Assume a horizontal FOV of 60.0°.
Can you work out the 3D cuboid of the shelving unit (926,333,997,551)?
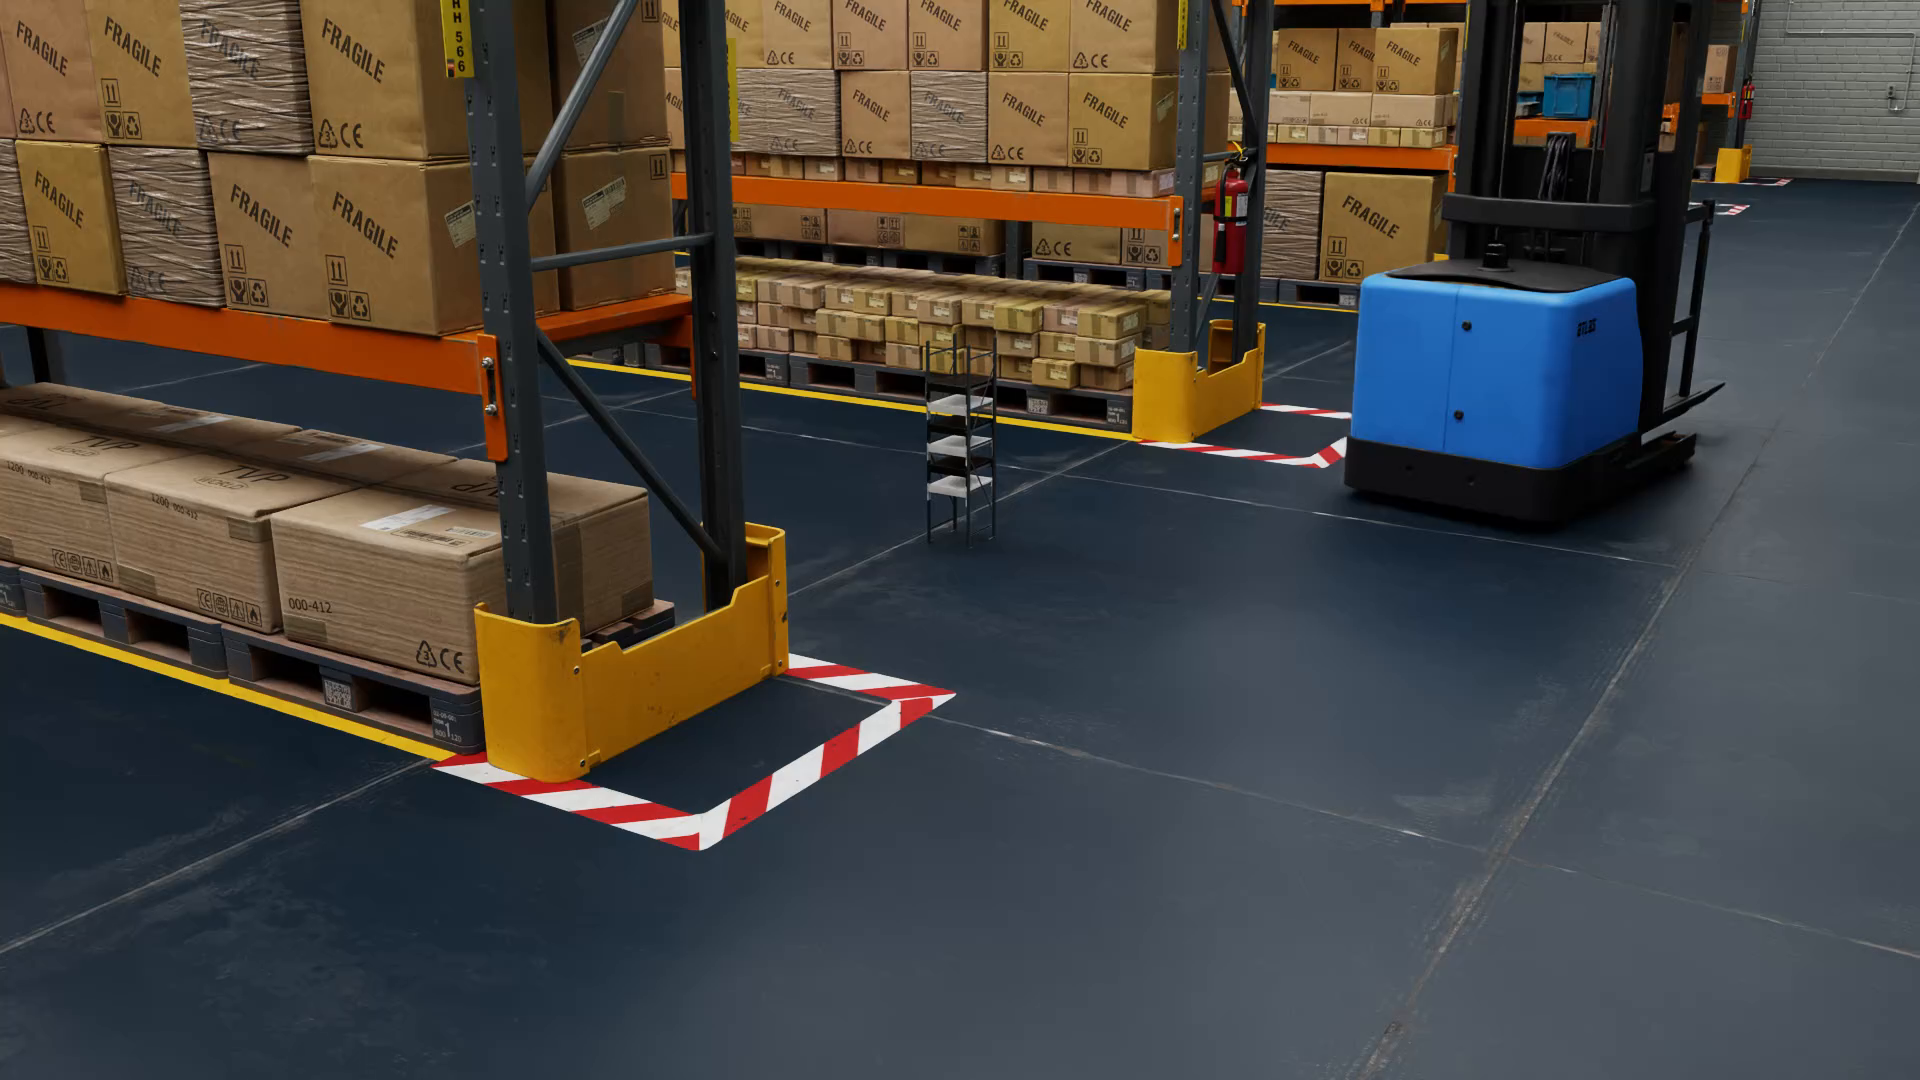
[{"bbox_3d":[0.007,-0.429,7.246,0.210,0.900,0.258,10,20,30],"label":"shelving unit"}]

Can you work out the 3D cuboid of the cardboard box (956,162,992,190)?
[{"bbox_3d":[0.173,-2.136,9.683,0.250,0.149,0.380,9,19,28],"label":"cardboard box"}]

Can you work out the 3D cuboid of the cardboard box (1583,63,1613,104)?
[{"bbox_3d":[8.353,-5.907,21.494,0.500,0.500,0.500,10,20,31],"label":"cardboard box"}]

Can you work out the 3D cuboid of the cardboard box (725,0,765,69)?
[{"bbox_3d":[-1.250,-3.187,10.309,0.500,0.500,0.500,9,19,28],"label":"cardboard box"}]

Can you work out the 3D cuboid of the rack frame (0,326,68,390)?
[{"bbox_3d":[-4.461,-1.481,7.097,0.127,3.000,1.000,10,20,30],"label":"rack frame"}]

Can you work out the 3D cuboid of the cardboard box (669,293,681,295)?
[{"bbox_3d":[-1.815,-1.567,11.051,0.250,0.149,0.380,11,20,33],"label":"cardboard box"}]

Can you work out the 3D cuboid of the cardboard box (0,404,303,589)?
[{"bbox_3d":[-3.219,-0.198,6.558,0.875,0.438,0.875,9,19,28],"label":"cardboard box"}]

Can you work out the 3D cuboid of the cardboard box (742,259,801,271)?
[{"bbox_3d":[-1.279,-1.825,11.389,0.250,0.149,0.380,10,20,31],"label":"cardboard box"}]

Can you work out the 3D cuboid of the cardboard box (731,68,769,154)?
[{"bbox_3d":[-1.241,-2.702,10.430,0.500,0.500,0.500,10,20,30],"label":"cardboard box"}]

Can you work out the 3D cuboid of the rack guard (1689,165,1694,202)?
[{"bbox_3d":[9.256,-4.596,21.650,0.348,0.500,1.175,10,20,30],"label":"rack guard"}]

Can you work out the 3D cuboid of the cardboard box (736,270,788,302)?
[{"bbox_3d":[-1.327,-1.658,10.836,0.250,0.149,0.380,10,19,29],"label":"cardboard box"}]

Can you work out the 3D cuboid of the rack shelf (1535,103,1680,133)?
[{"bbox_3d":[7.617,-5.740,22.355,4.000,0.370,1.077,10,20,30],"label":"rack shelf"}]

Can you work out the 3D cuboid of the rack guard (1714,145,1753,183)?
[{"bbox_3d":[11.931,-5.808,25.641,0.348,0.500,1.175,10,20,30],"label":"rack guard"}]

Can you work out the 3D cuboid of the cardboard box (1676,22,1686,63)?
[{"bbox_3d":[9.081,-6.439,21.526,0.500,0.500,0.500,11,20,32],"label":"cardboard box"}]

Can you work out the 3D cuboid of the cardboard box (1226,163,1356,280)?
[{"bbox_3d":[2.771,-2.727,14.133,0.875,0.875,0.875,10,20,30],"label":"cardboard box"}]

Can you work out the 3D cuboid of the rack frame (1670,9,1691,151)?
[{"bbox_3d":[9.321,-5.780,21.249,0.127,3.000,1.000,10,20,30],"label":"rack frame"}]

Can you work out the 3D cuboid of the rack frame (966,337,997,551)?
[{"bbox_3d":[0.094,-0.414,7.195,0.006,0.900,0.240,10,20,30],"label":"rack frame"}]

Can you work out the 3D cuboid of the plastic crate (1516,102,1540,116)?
[{"bbox_3d":[5.936,-4.536,17.502,0.243,0.136,0.396,10,20,30],"label":"plastic crate"}]

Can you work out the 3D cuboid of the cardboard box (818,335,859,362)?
[{"bbox_3d":[-0.688,-1.237,10.476,0.250,0.149,0.380,10,19,29],"label":"cardboard box"}]

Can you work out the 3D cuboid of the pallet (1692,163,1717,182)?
[{"bbox_3d":[11.188,-5.776,26.032,1.213,0.211,1.003,10,20,30],"label":"pallet"}]

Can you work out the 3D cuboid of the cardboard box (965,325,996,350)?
[{"bbox_3d":[0.234,-1.248,9.999,0.250,0.149,0.380,10,19,29],"label":"cardboard box"}]

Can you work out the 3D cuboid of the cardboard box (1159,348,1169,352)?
[{"bbox_3d":[1.173,-1.110,10.057,0.250,0.149,0.380,11,20,31],"label":"cardboard box"}]

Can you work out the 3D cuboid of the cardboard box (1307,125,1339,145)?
[{"bbox_3d":[3.009,-3.296,13.502,0.250,0.149,0.380,11,20,31],"label":"cardboard box"}]

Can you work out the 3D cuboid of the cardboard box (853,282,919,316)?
[{"bbox_3d":[-0.454,-1.496,10.305,0.250,0.149,0.380,10,20,30],"label":"cardboard box"}]

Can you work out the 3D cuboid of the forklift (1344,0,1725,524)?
[{"bbox_3d":[3.192,-1.835,8.380,1.130,2.935,3.031,14,22,38],"label":"forklift"}]

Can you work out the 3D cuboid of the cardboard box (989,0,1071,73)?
[{"bbox_3d":[0.500,-2.868,9.257,0.500,0.500,0.500,9,19,28],"label":"cardboard box"}]

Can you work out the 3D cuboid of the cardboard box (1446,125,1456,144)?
[{"bbox_3d":[4.004,-3.343,13.657,0.250,0.149,0.380,10,20,31],"label":"cardboard box"}]

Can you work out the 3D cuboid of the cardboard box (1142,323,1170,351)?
[{"bbox_3d":[1.139,-1.237,9.962,0.250,0.149,0.380,11,20,32],"label":"cardboard box"}]

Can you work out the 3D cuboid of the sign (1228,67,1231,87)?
[{"bbox_3d":[3.028,-5.159,18.727,0.005,0.325,0.100,10,20,30],"label":"sign"}]

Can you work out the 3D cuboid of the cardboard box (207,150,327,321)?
[{"bbox_3d":[-2.022,-1.009,5.369,0.500,0.500,0.500,10,19,29],"label":"cardboard box"}]

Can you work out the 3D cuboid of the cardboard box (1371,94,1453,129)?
[{"bbox_3d":[3.582,-3.406,13.179,0.500,0.250,0.500,10,19,29],"label":"cardboard box"}]

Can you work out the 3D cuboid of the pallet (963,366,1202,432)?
[{"bbox_3d":[0.713,-0.924,10.059,1.213,0.211,1.003,10,20,30],"label":"pallet"}]

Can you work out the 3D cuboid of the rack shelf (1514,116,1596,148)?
[{"bbox_3d":[5.021,-4.514,18.318,4.000,0.370,1.077,10,20,30],"label":"rack shelf"}]

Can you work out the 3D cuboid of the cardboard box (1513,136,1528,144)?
[{"bbox_3d":[9.085,-6.482,27.137,0.500,0.500,0.700,10,20,31],"label":"cardboard box"}]

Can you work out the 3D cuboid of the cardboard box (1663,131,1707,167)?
[{"bbox_3d":[11.261,-6.094,25.861,0.500,0.500,0.700,10,20,30],"label":"cardboard box"}]

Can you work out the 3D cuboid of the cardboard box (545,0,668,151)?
[{"bbox_3d":[-1.313,-1.543,5.407,0.500,0.500,0.500,10,19,29],"label":"cardboard box"}]

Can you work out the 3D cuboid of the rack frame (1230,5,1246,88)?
[{"bbox_3d":[3.317,-5.162,19.215,0.127,3.000,1.000,10,20,30],"label":"rack frame"}]

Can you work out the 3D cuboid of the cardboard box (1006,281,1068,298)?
[{"bbox_3d":[0.483,-1.499,10.314,0.250,0.149,0.380,9,19,27],"label":"cardboard box"}]

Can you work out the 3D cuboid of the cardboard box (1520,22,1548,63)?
[{"bbox_3d":[7.485,-6.538,21.853,0.500,0.500,0.500,11,20,32],"label":"cardboard box"}]

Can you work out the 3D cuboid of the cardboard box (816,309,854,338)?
[{"bbox_3d":[-0.694,-1.379,10.432,0.250,0.149,0.380,10,20,30],"label":"cardboard box"}]

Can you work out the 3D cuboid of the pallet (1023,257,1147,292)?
[{"bbox_3d":[1.332,-2.466,15.138,1.213,0.211,1.003,10,20,30],"label":"pallet"}]

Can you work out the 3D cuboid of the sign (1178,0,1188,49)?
[{"bbox_3d":[1.144,-2.685,8.524,0.005,0.325,0.100,10,20,30],"label":"sign"}]

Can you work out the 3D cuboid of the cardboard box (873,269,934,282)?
[{"bbox_3d":[-0.368,-1.674,10.891,0.250,0.149,0.380,9,19,28],"label":"cardboard box"}]

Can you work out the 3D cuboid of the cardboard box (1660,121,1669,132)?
[{"bbox_3d":[10.839,-6.418,25.810,0.250,0.149,0.380,11,20,32],"label":"cardboard box"}]

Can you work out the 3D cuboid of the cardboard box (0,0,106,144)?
[{"bbox_3d":[-2.896,-1.639,5.723,0.500,0.500,0.500,10,20,30],"label":"cardboard box"}]

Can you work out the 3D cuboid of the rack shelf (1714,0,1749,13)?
[{"bbox_3d":[10.206,-8.403,25.960,4.000,0.370,1.077,10,20,30],"label":"rack shelf"}]

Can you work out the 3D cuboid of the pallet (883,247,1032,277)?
[{"bbox_3d":[0.028,-2.700,15.907,1.213,0.211,1.003,10,20,30],"label":"pallet"}]

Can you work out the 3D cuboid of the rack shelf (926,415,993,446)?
[{"bbox_3d":[0.007,-0.484,7.230,0.200,0.077,0.258,10,20,30],"label":"rack shelf"}]

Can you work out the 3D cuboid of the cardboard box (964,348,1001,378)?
[{"bbox_3d":[0.224,-1.089,9.989,0.250,0.149,0.380,10,20,31],"label":"cardboard box"}]

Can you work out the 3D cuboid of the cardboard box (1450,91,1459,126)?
[{"bbox_3d":[3.866,-3.538,13.613,0.500,0.250,0.500,10,19,29],"label":"cardboard box"}]

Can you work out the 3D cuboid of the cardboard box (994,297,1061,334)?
[{"bbox_3d":[0.397,-1.314,9.704,0.250,0.149,0.380,10,19,29],"label":"cardboard box"}]

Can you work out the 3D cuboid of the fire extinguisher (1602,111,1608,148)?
[{"bbox_3d":[6.616,-4.203,16.832,0.183,0.674,0.296,10,20,30],"label":"fire extinguisher"}]

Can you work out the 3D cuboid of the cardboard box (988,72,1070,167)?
[{"bbox_3d":[0.498,-2.389,9.400,0.500,0.500,0.500,10,19,29],"label":"cardboard box"}]

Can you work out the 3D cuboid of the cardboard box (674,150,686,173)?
[{"bbox_3d":[-1.628,-2.457,10.742,0.250,0.149,0.380,11,20,32],"label":"cardboard box"}]

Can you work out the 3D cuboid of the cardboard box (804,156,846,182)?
[{"bbox_3d":[-0.739,-2.290,10.191,0.250,0.149,0.380,11,20,32],"label":"cardboard box"}]

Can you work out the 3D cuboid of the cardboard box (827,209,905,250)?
[{"bbox_3d":[-0.593,-3.348,16.176,0.875,0.875,1.225,9,19,28],"label":"cardboard box"}]

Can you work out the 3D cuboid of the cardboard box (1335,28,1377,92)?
[{"bbox_3d":[3.440,-3.973,13.754,0.500,0.500,0.500,10,19,29],"label":"cardboard box"}]

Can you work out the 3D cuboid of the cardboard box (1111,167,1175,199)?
[{"bbox_3d":[1.026,-1.974,9.150,0.250,0.149,0.380,10,20,30],"label":"cardboard box"}]
